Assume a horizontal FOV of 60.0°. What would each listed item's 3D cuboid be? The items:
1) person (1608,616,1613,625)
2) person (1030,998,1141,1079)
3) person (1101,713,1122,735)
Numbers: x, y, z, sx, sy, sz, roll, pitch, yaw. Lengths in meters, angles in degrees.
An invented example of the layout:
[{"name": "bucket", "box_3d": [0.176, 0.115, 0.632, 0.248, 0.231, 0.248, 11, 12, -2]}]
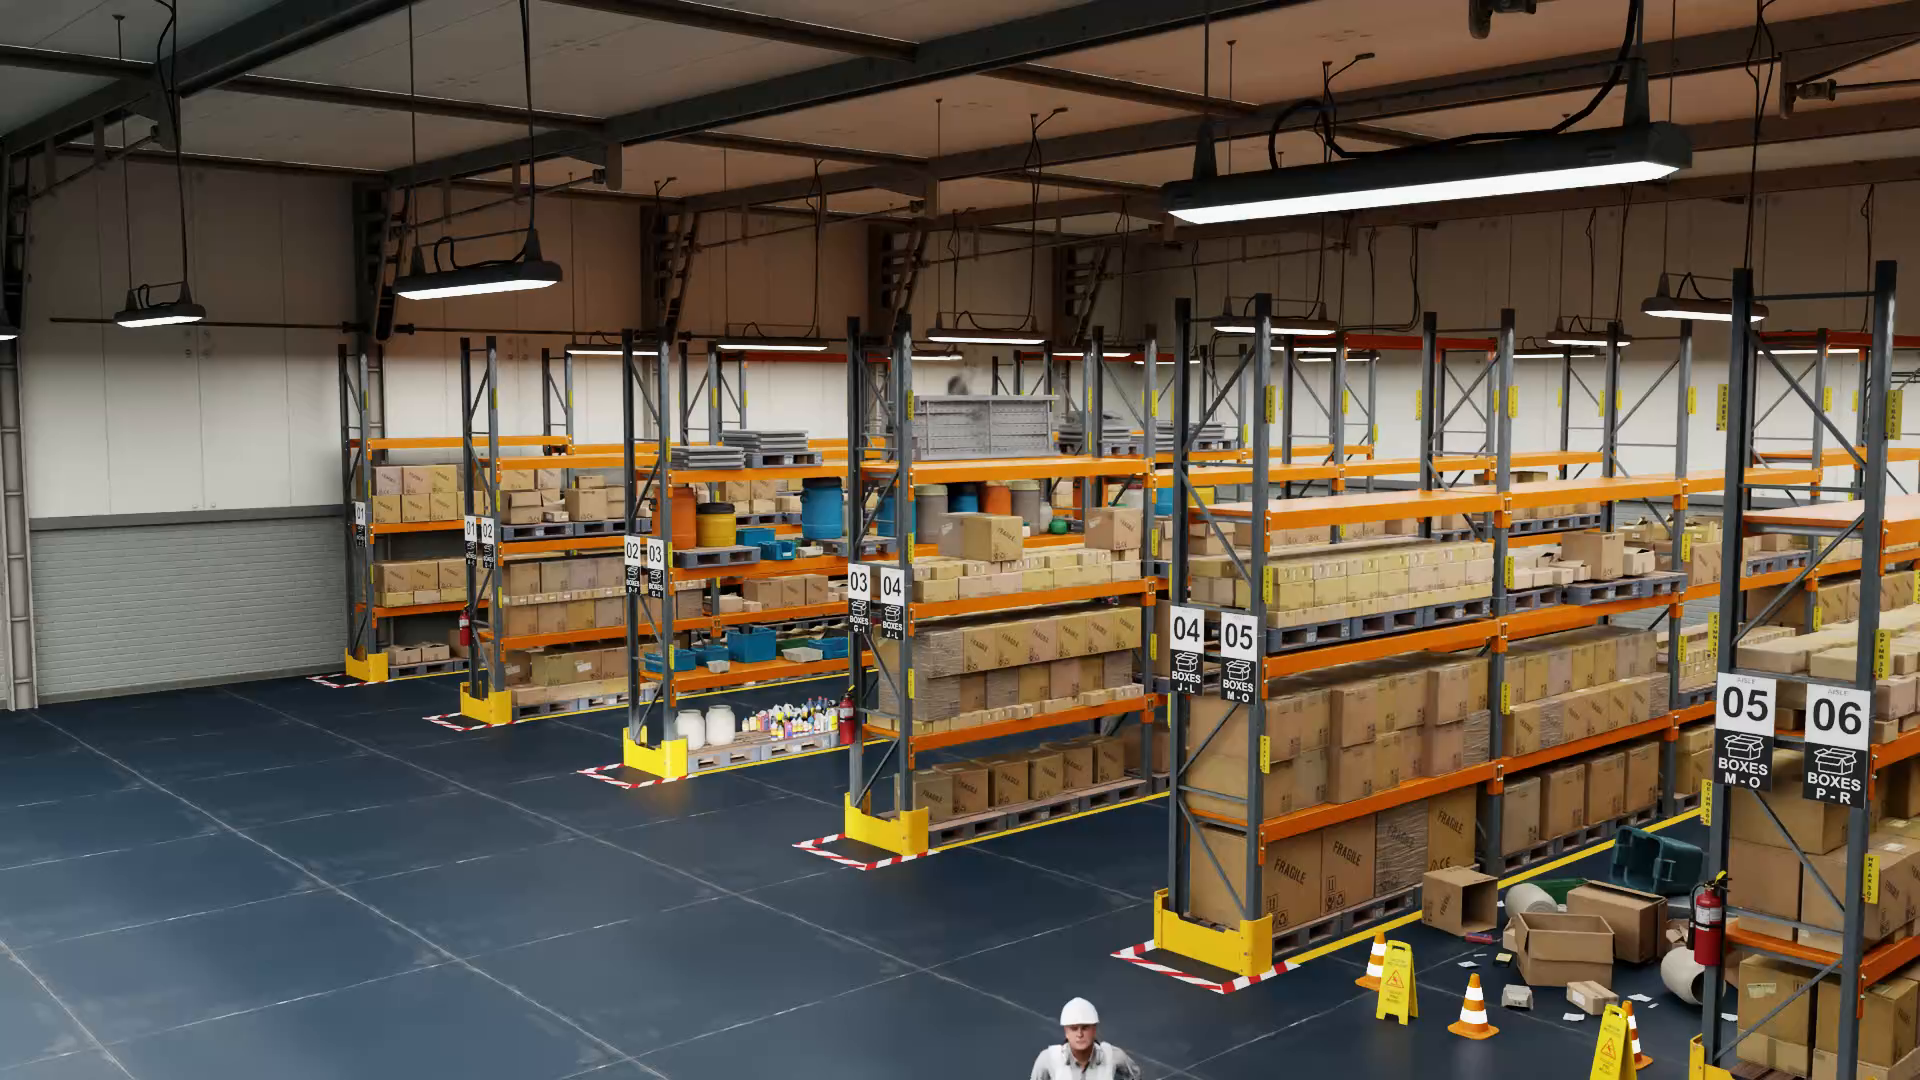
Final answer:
[{"name": "person", "box_3d": [10.290, 2.000, 26.482, 0.618, 1.601, 0.654, 5, 7, 42]}, {"name": "person", "box_3d": [0.687, 3.456, 9.420, 0.640, 1.792, 0.777, 1, 5, 9]}, {"name": "person", "box_3d": [2.091, 1.861, 23.576, 0.681, 1.834, 0.845, 4, 7, 40]}]
